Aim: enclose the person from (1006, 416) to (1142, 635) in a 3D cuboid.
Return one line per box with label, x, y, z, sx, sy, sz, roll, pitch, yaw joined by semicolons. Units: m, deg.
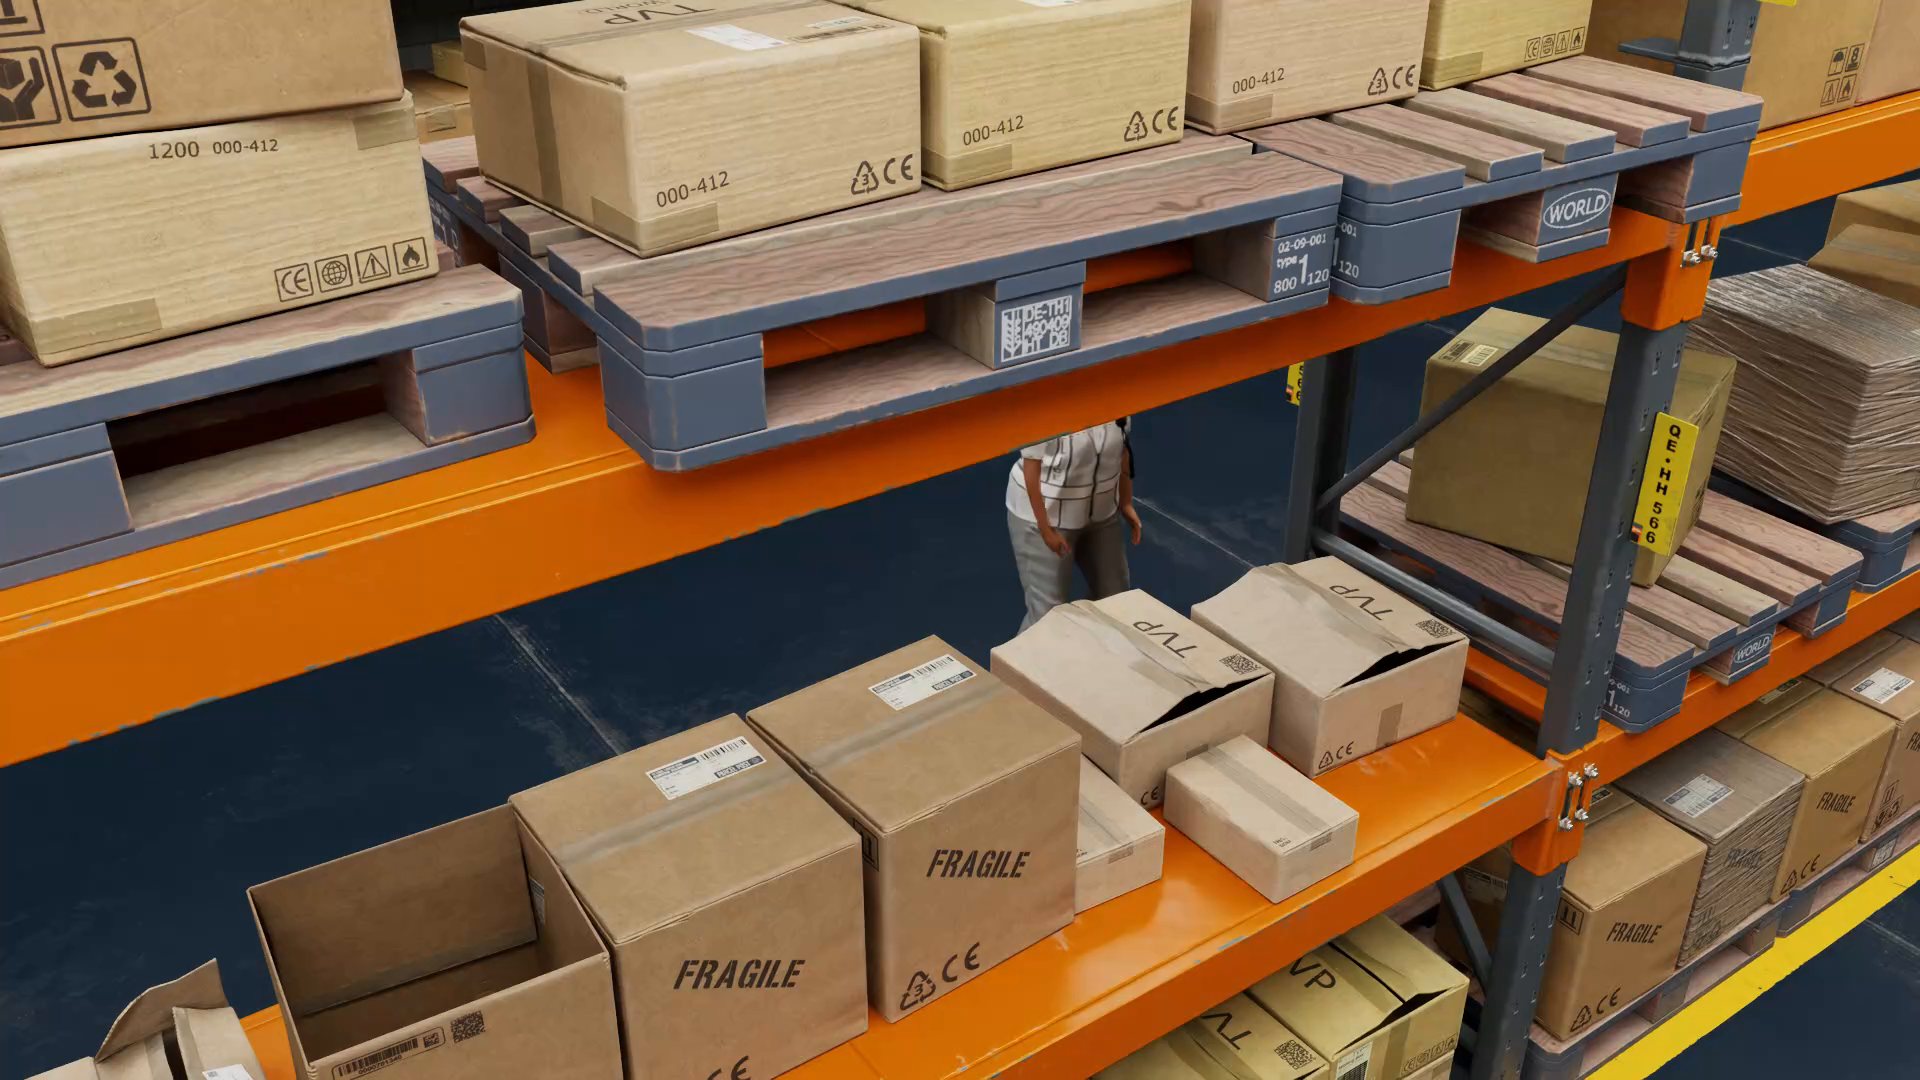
person;0.445;-0.082;6.333;0.496;1.620;0.479;-18;34;-29
